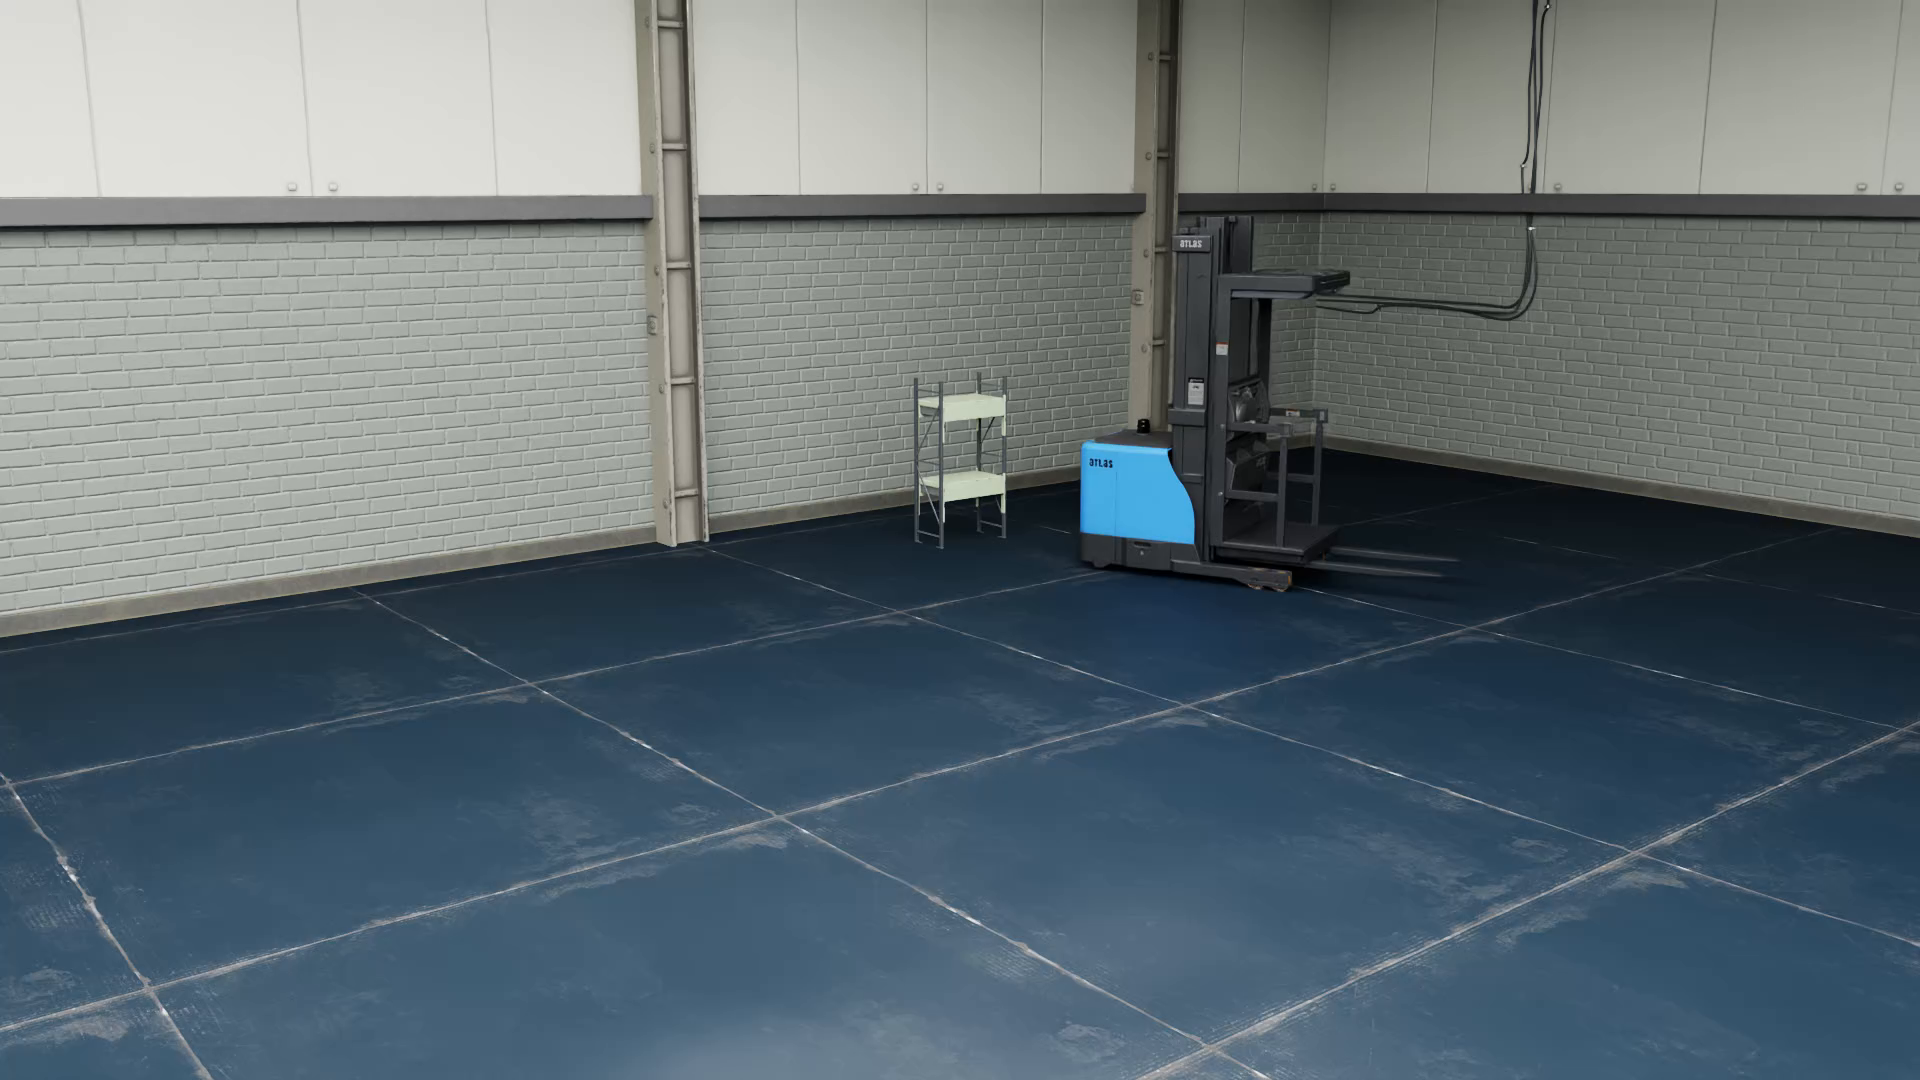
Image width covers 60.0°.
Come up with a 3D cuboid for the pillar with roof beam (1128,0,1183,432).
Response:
[{"bbox_3d":[4.836,-4.473,14.650,0.400,9.000,9.100,-9,15,-38],"label":"pillar with roof beam"}]

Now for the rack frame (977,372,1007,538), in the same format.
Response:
[{"bbox_3d":[0.291,-0.782,15.322,0.023,1.500,0.400,-9,15,-38],"label":"rack frame"}]

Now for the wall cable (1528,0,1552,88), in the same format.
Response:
[{"bbox_3d":[6.963,-5.852,16.460,0.112,2.526,3.097,-9,15,-38],"label":"wall cable"}]

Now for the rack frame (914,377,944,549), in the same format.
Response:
[{"bbox_3d":[-0.281,-0.687,14.875,0.023,1.500,0.400,-9,15,-38],"label":"rack frame"}]

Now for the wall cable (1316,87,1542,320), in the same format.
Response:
[{"bbox_3d":[5.273,-3.820,19.051,0.112,2.526,3.097,-9,15,-38],"label":"wall cable"}]

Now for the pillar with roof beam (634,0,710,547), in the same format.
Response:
[{"bbox_3d":[0.151,-3.694,10.984,0.400,9.000,9.100,-9,15,-38],"label":"pillar with roof beam"}]

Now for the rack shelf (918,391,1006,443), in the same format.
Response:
[{"bbox_3d":[0.005,-1.116,15.017,0.720,0.370,0.431,-9,15,-38],"label":"rack shelf"}]

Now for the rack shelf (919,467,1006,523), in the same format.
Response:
[{"bbox_3d":[0.005,-0.416,15.166,0.720,0.370,0.431,-9,15,-38],"label":"rack shelf"}]

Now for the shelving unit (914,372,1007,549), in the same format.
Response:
[{"bbox_3d":[0.005,-0.735,15.098,0.755,1.500,0.431,-9,15,-38],"label":"shelving unit"}]

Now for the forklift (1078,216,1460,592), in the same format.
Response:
[{"bbox_3d":[2.550,-1.144,13.583,3.031,2.935,1.130,6,14,27],"label":"forklift"}]
